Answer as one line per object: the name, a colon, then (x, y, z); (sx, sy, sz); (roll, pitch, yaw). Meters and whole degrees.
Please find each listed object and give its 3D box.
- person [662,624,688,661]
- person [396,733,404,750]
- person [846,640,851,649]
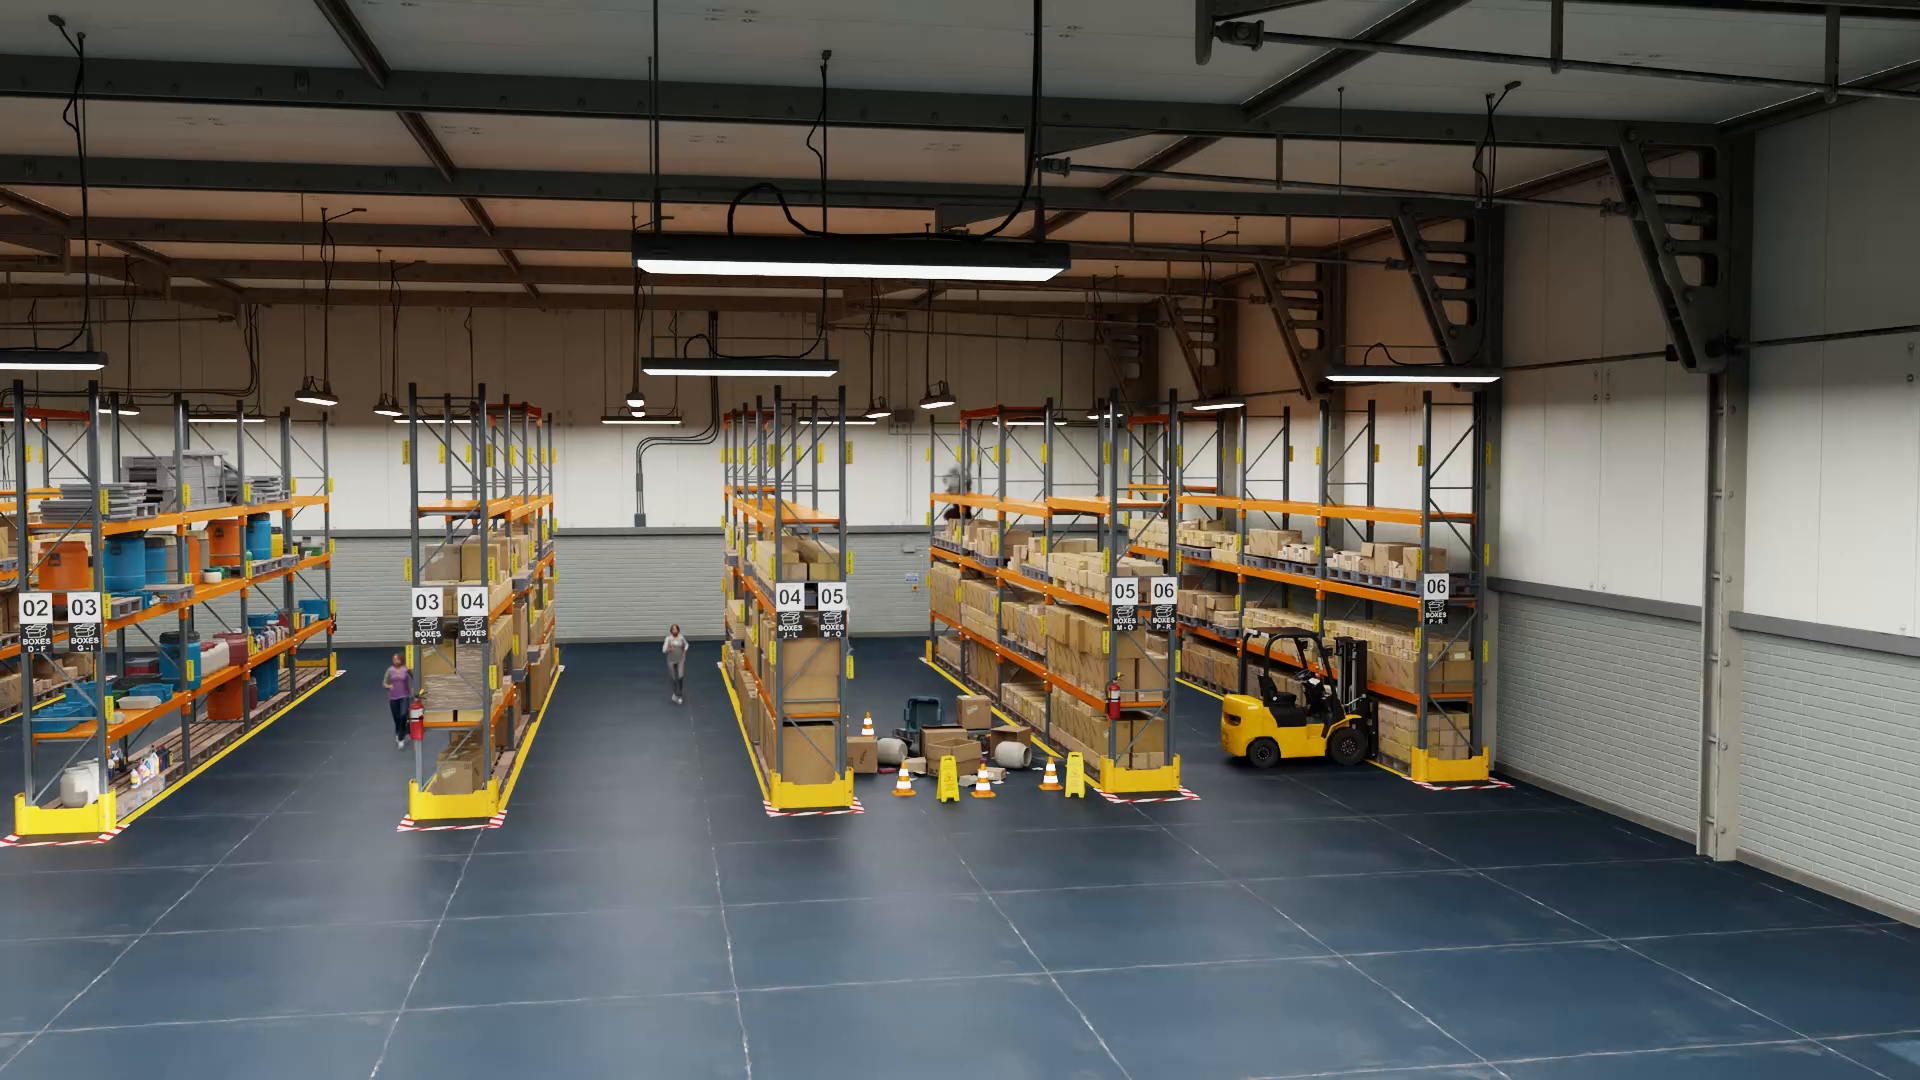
person: (-5.716, 2.071, 33.401); (0.522, 0.772, 0.584); (-1, 3, -11)
person: (-9.654, 3.422, 28.685); (0.224, 0.286, 0.806); (0, 3, -9)
person: (-12.635, 0.678, 25.086); (22.417, 5.885, 30.984); (0, 3, -5)
